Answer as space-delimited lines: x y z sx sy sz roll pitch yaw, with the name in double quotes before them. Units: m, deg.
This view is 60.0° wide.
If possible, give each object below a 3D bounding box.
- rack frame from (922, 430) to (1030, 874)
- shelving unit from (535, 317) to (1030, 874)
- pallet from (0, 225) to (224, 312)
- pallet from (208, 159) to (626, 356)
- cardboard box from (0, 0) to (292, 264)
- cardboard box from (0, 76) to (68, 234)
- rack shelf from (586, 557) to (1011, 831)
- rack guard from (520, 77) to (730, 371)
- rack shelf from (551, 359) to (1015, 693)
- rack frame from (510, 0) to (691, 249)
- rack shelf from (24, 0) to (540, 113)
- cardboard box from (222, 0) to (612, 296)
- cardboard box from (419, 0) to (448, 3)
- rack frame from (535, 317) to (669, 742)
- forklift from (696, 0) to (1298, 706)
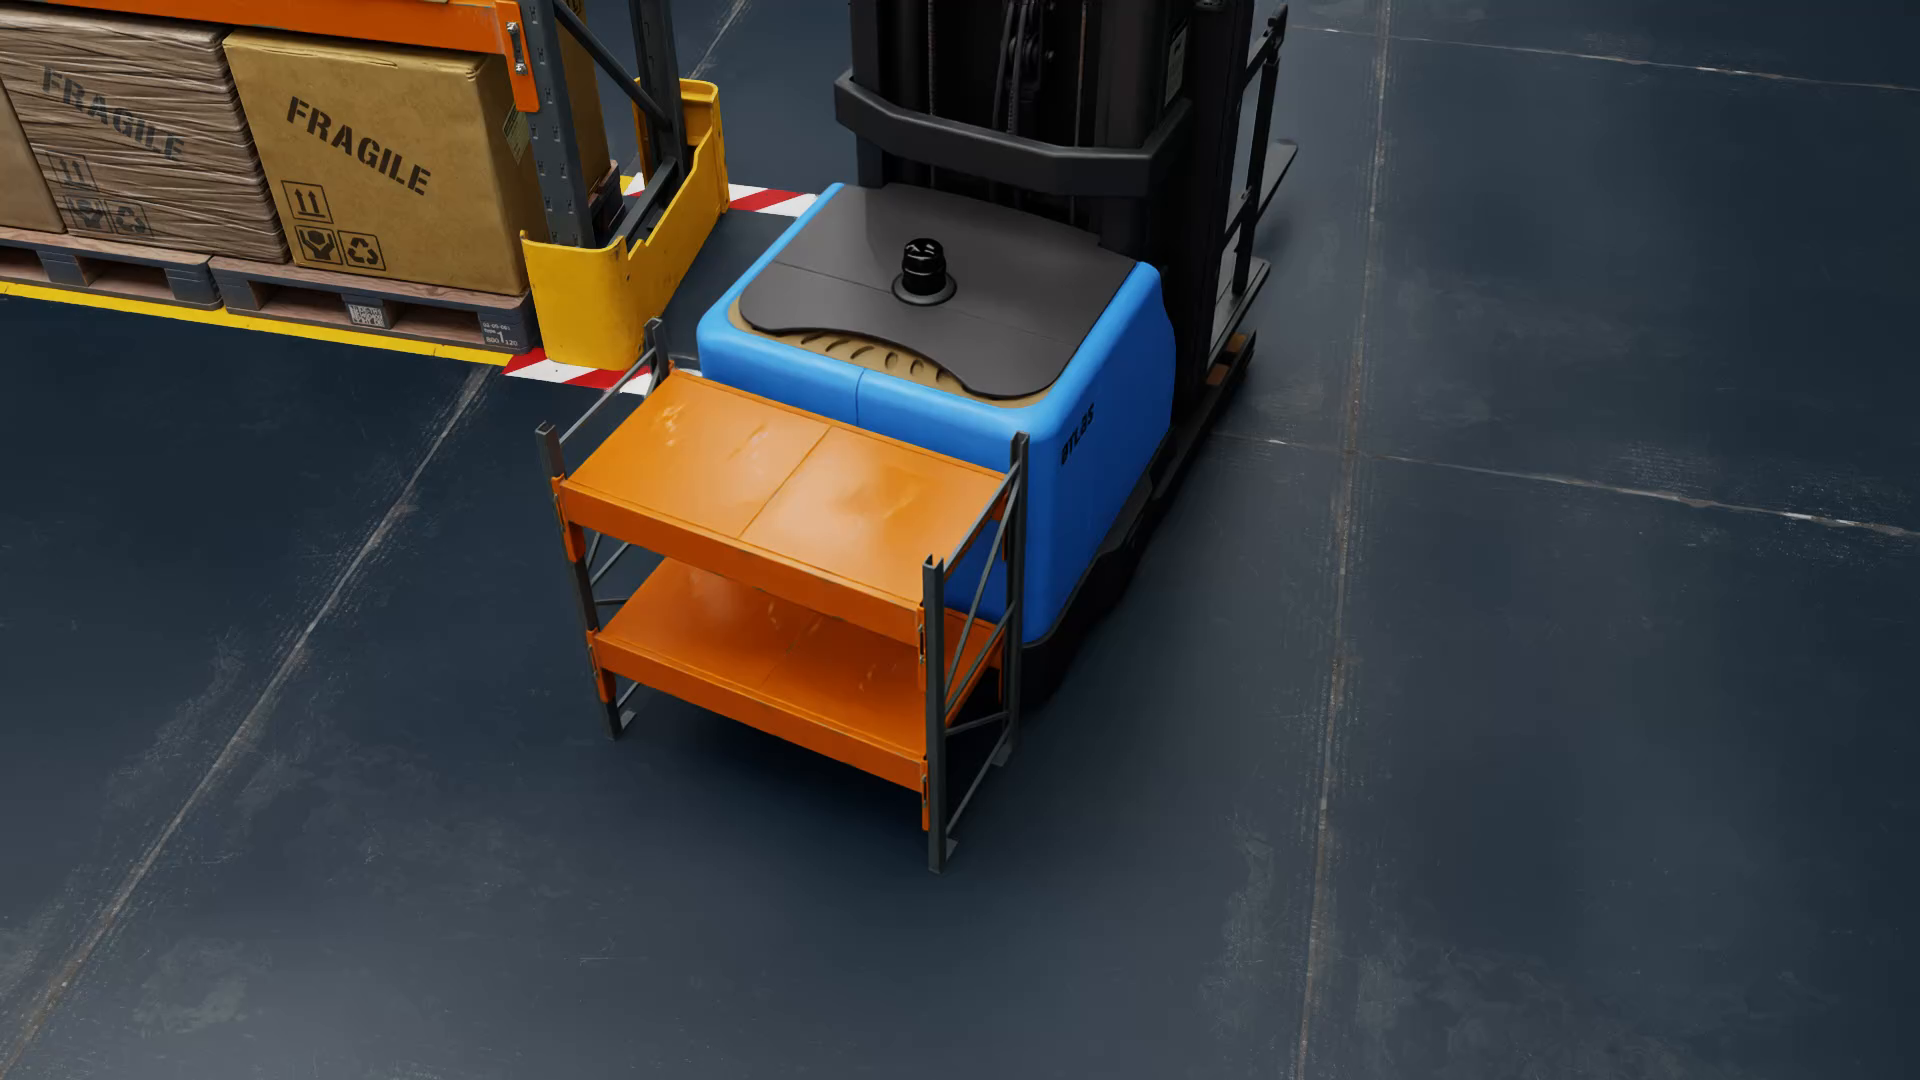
"rack frame" 0.041 0.308 4.119 0.032 1.125 0.500 19 47 18
"shelving unit" -0.417 0.154 4.279 1.048 1.125 0.538 19 47 18
"pallet" -3.208 -1.343 6.493 1.213 0.211 1.003 9 45 9
"pallet" -2.021 -1.157 6.300 1.213 0.211 1.003 9 45 9
"cardboard box" -2.754 -1.660 6.041 0.875 0.875 0.875 9 45 9
"cardboard box" -3.622 -1.795 6.181 0.875 0.875 0.875 9 45 9
"rack shelf" -0.417 0.330 4.449 1.000 0.278 0.538 19 47 18
"rack guard" -1.200 -1.189 6.125 0.348 0.500 1.175 9 45 9
"rack shelf" -0.417 -0.057 4.076 1.000 0.278 0.538 19 47 18
"rack frame" -1.224 -2.094 5.262 0.127 3.000 1.000 9 45 9
"rack shelf" -3.175 -2.137 5.826 4.000 0.370 1.077 9 45 9
"cardboard box" -1.866 -1.522 5.898 0.875 0.875 0.875 9 45 9
"cardboard box" -1.643 -1.834 5.174 0.250 0.149 0.380 10 45 10
"rack frame" -0.874 0.000 4.439 0.032 1.125 0.500 19 47 18
"forklift" 0.382 -1.619 4.818 1.130 2.935 3.031 18 47 18
